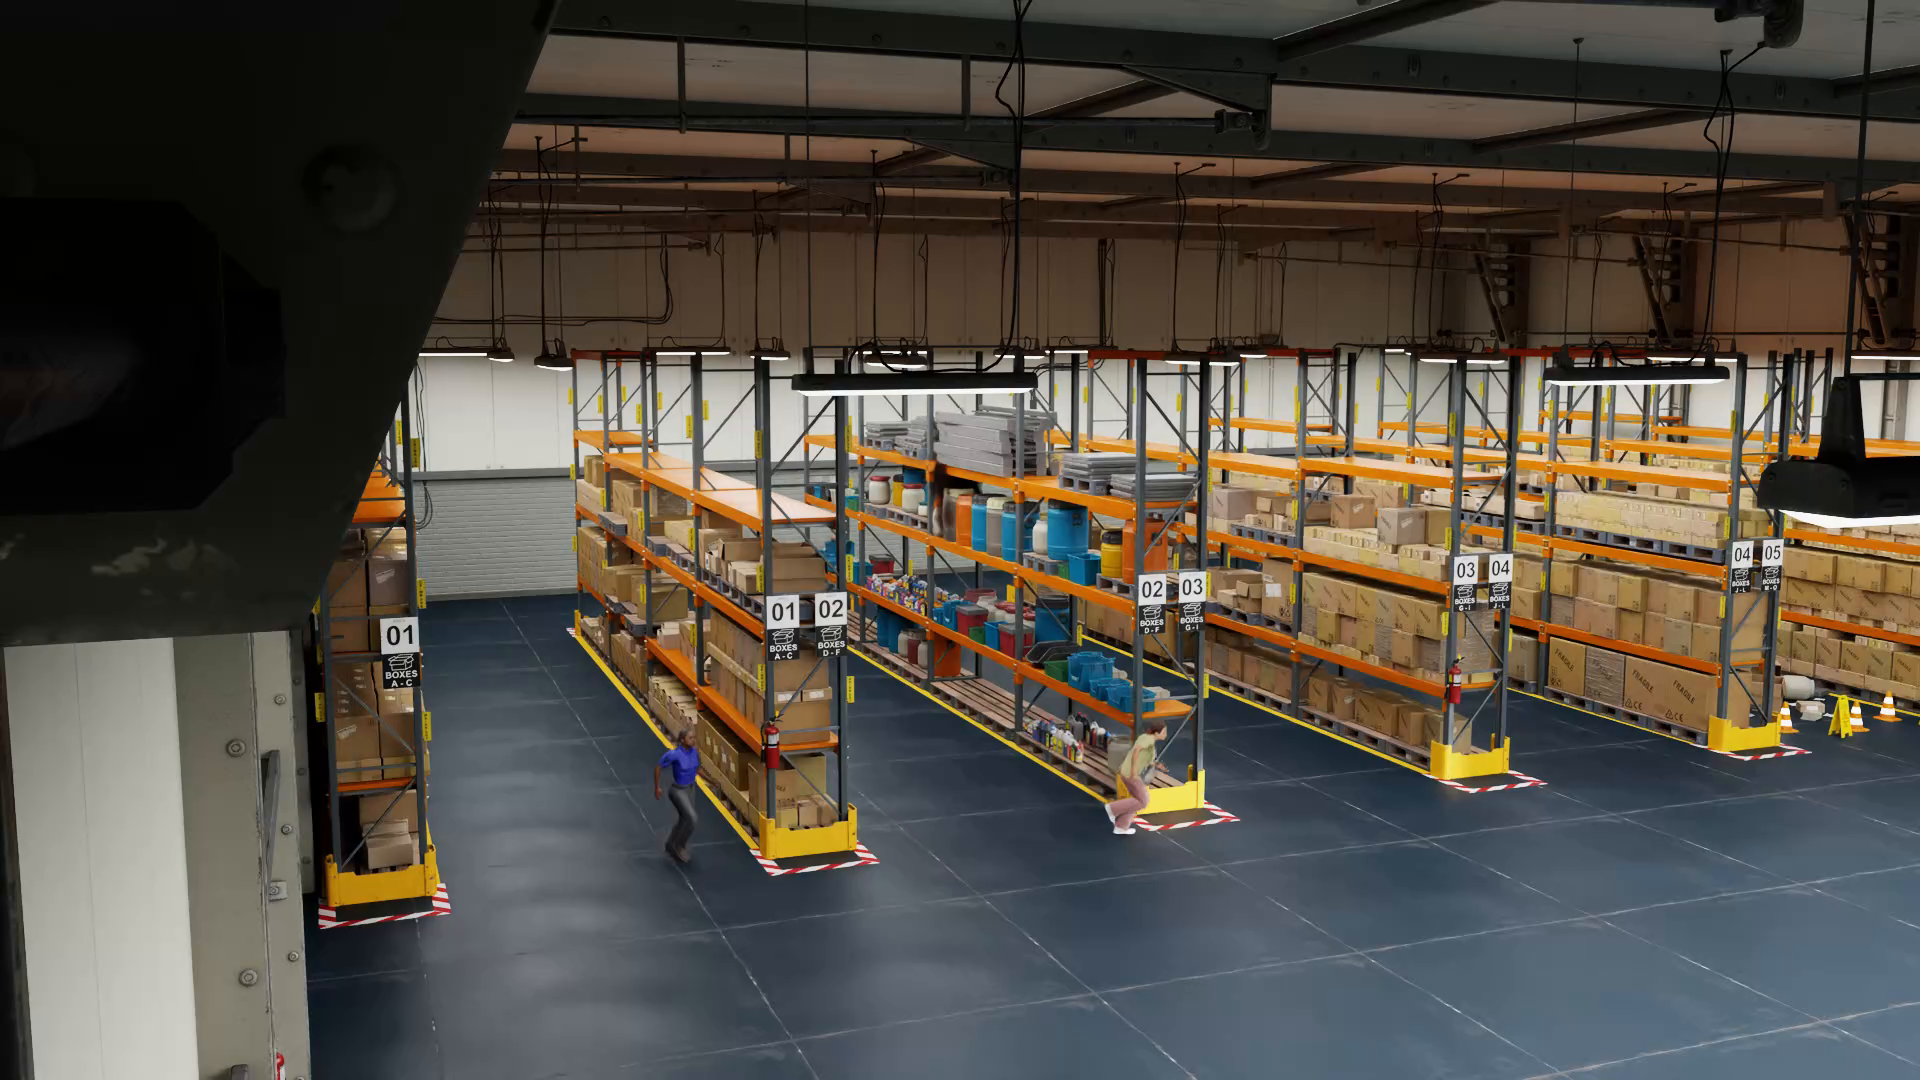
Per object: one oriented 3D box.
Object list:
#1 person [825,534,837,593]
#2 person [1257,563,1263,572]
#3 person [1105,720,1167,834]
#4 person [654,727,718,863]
[{"bbox_3d":[-3.022,0.749,37.999,0.977,1.775,0.687,-2,7,-13],"label":"person"},{"bbox_3d":[7.534,0.469,41.246,0.731,1.464,0.550,1,7,8],"label":"person"},{"bbox_3d":[2.219,3.007,20.978,0.779,1.484,0.600,0,7,2],"label":"person"},{"bbox_3d":[-3.298,3.059,19.959,0.757,1.636,0.571,4,8,30],"label":"person"}]
